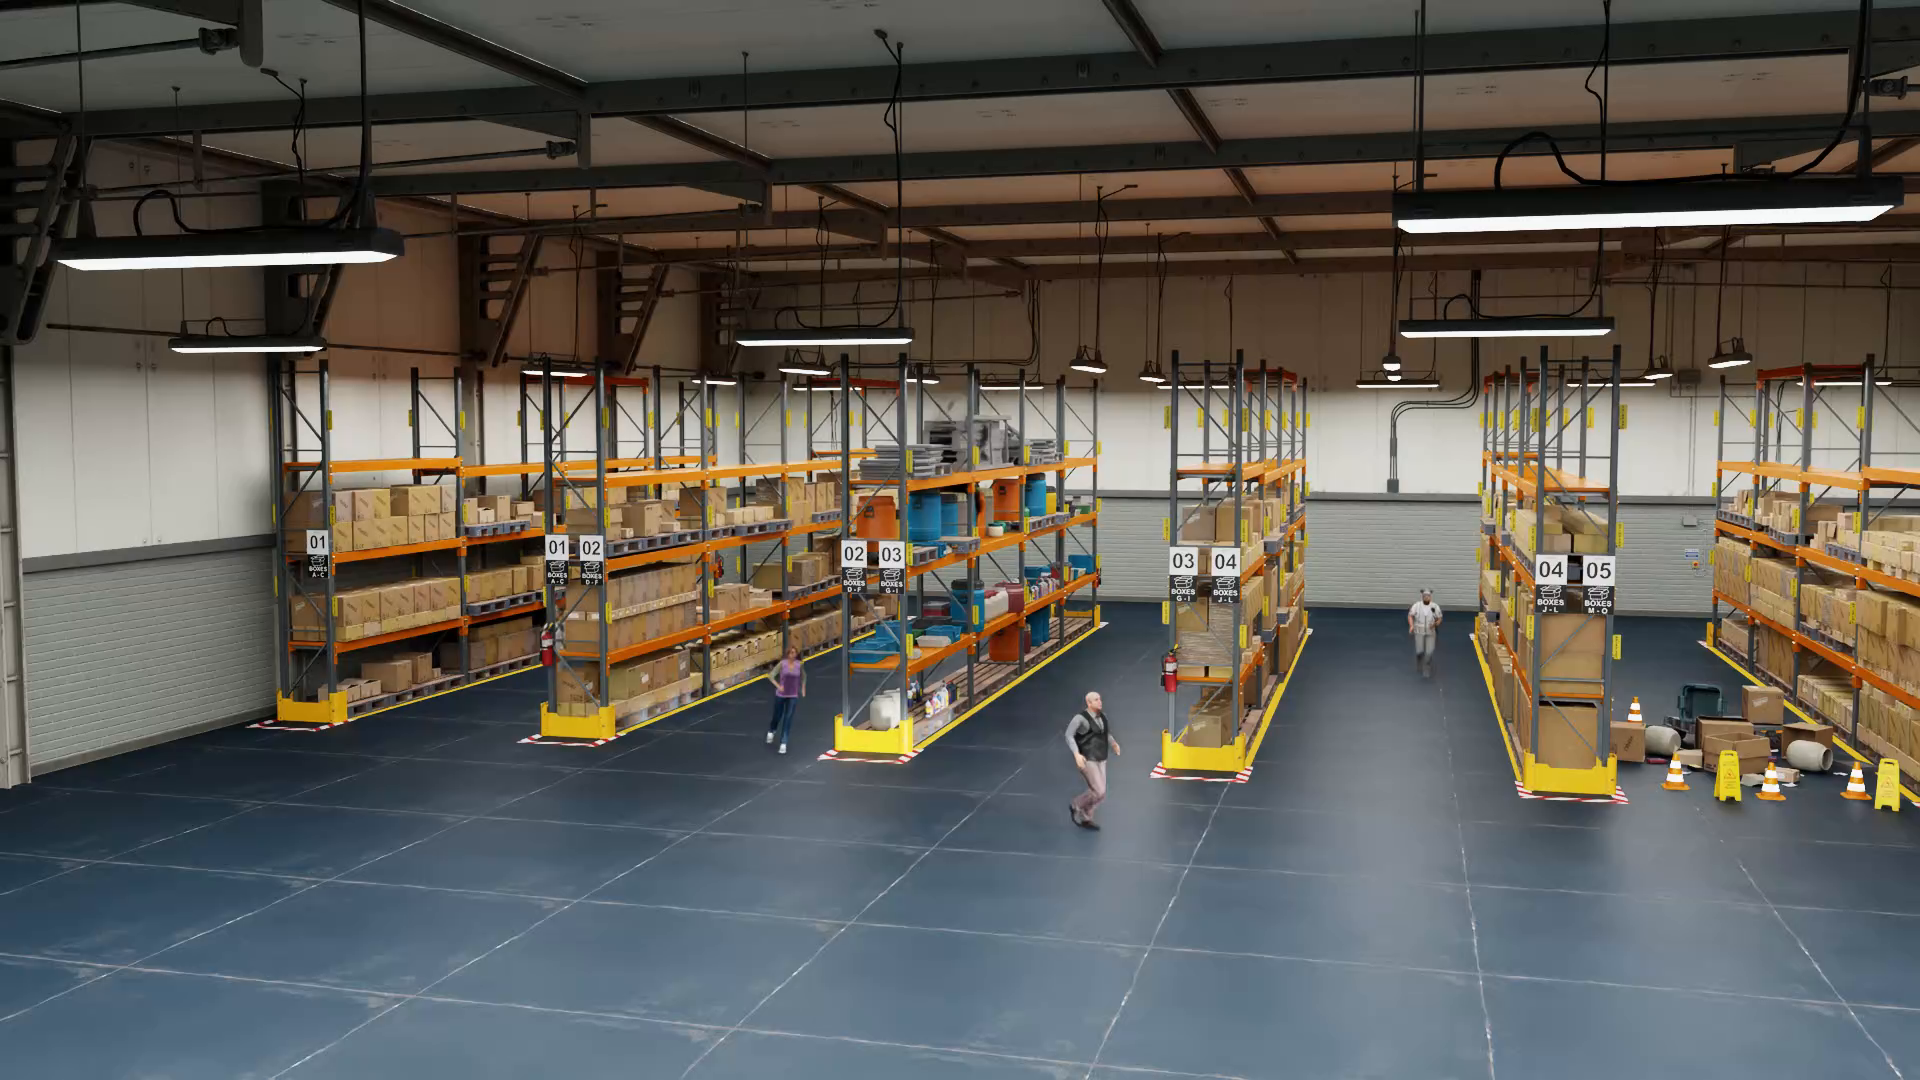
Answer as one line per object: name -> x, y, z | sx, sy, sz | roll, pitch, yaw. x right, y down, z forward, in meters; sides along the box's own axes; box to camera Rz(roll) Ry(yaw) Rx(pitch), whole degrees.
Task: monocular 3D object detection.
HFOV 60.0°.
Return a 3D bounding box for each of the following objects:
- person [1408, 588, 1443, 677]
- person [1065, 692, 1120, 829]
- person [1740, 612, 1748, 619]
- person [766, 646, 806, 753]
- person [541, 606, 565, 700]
person -> 9.070, 1.805, 32.414 | 0.657, 1.743, 0.590 | 1, 4, 13
person -> 1.646, 2.699, 20.328 | 0.571, 1.689, 0.672 | 4, 6, 42
person -> 18.061, 1.425, 37.880 | 0.943, 1.732, 0.682 | -4, 6, -45
person -> -2.613, 2.388, 25.282 | 0.605, 1.567, 0.876 | -1, 4, -13
person -> -7.225, 2.009, 29.809 | 0.618, 1.668, 0.890 | 0, 4, 2
